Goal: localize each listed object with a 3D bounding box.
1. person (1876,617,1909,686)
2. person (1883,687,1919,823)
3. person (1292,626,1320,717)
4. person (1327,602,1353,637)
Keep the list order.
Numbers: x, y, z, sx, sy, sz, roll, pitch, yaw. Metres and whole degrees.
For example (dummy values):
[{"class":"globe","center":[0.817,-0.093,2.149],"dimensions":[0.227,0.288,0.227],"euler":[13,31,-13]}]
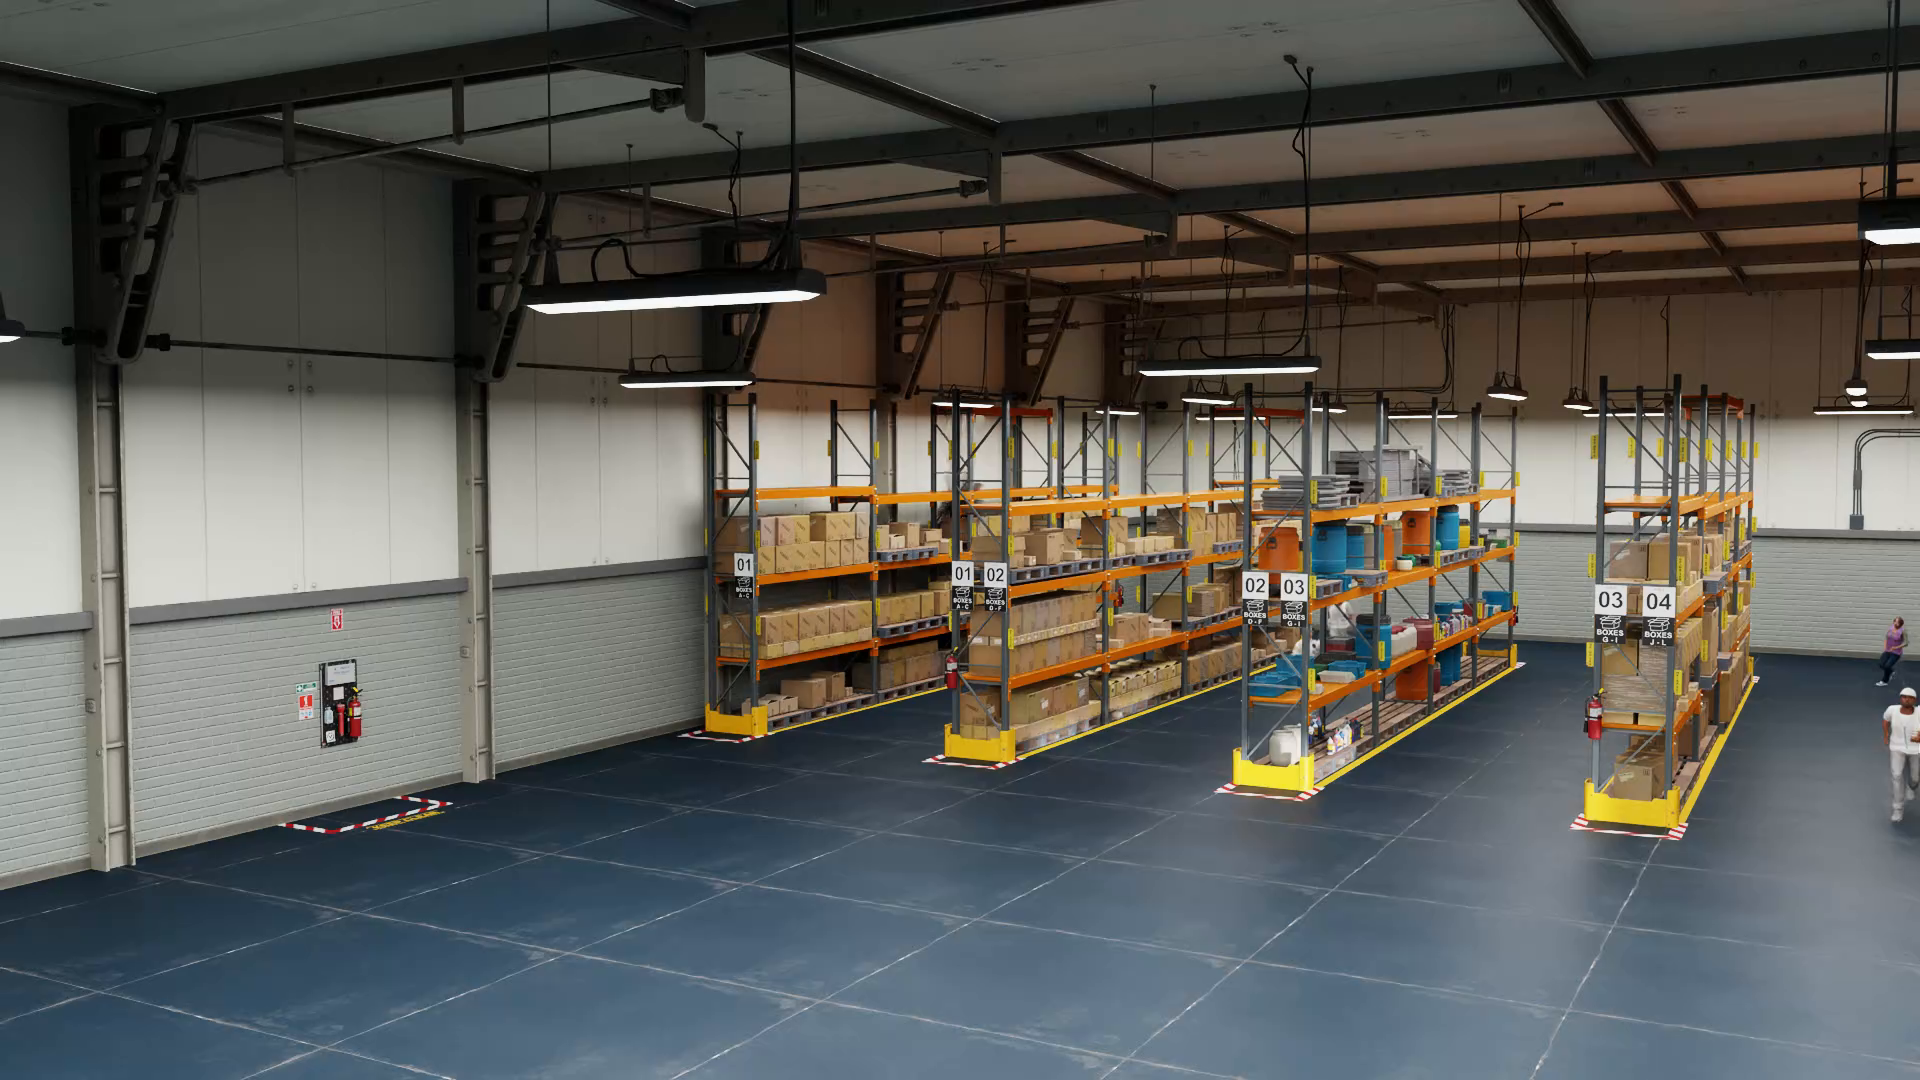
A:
[{"class":"person","center":[19.711,2.355,35.080],"dimensions":[0.550,1.501,0.609],"euler":[-2,3,-27]},{"class":"person","center":[12.979,2.898,22.734],"dimensions":[0.662,1.782,1.137],"euler":[2,4,30]},{"class":"person","center":[6.564,2.444,31.339],"dimensions":[0.615,1.696,0.913],"euler":[1,3,25]},{"class":"person","center":[8.733,2.050,38.280],"dimensions":[0.623,1.817,0.929],"euler":[1,3,20]}]
